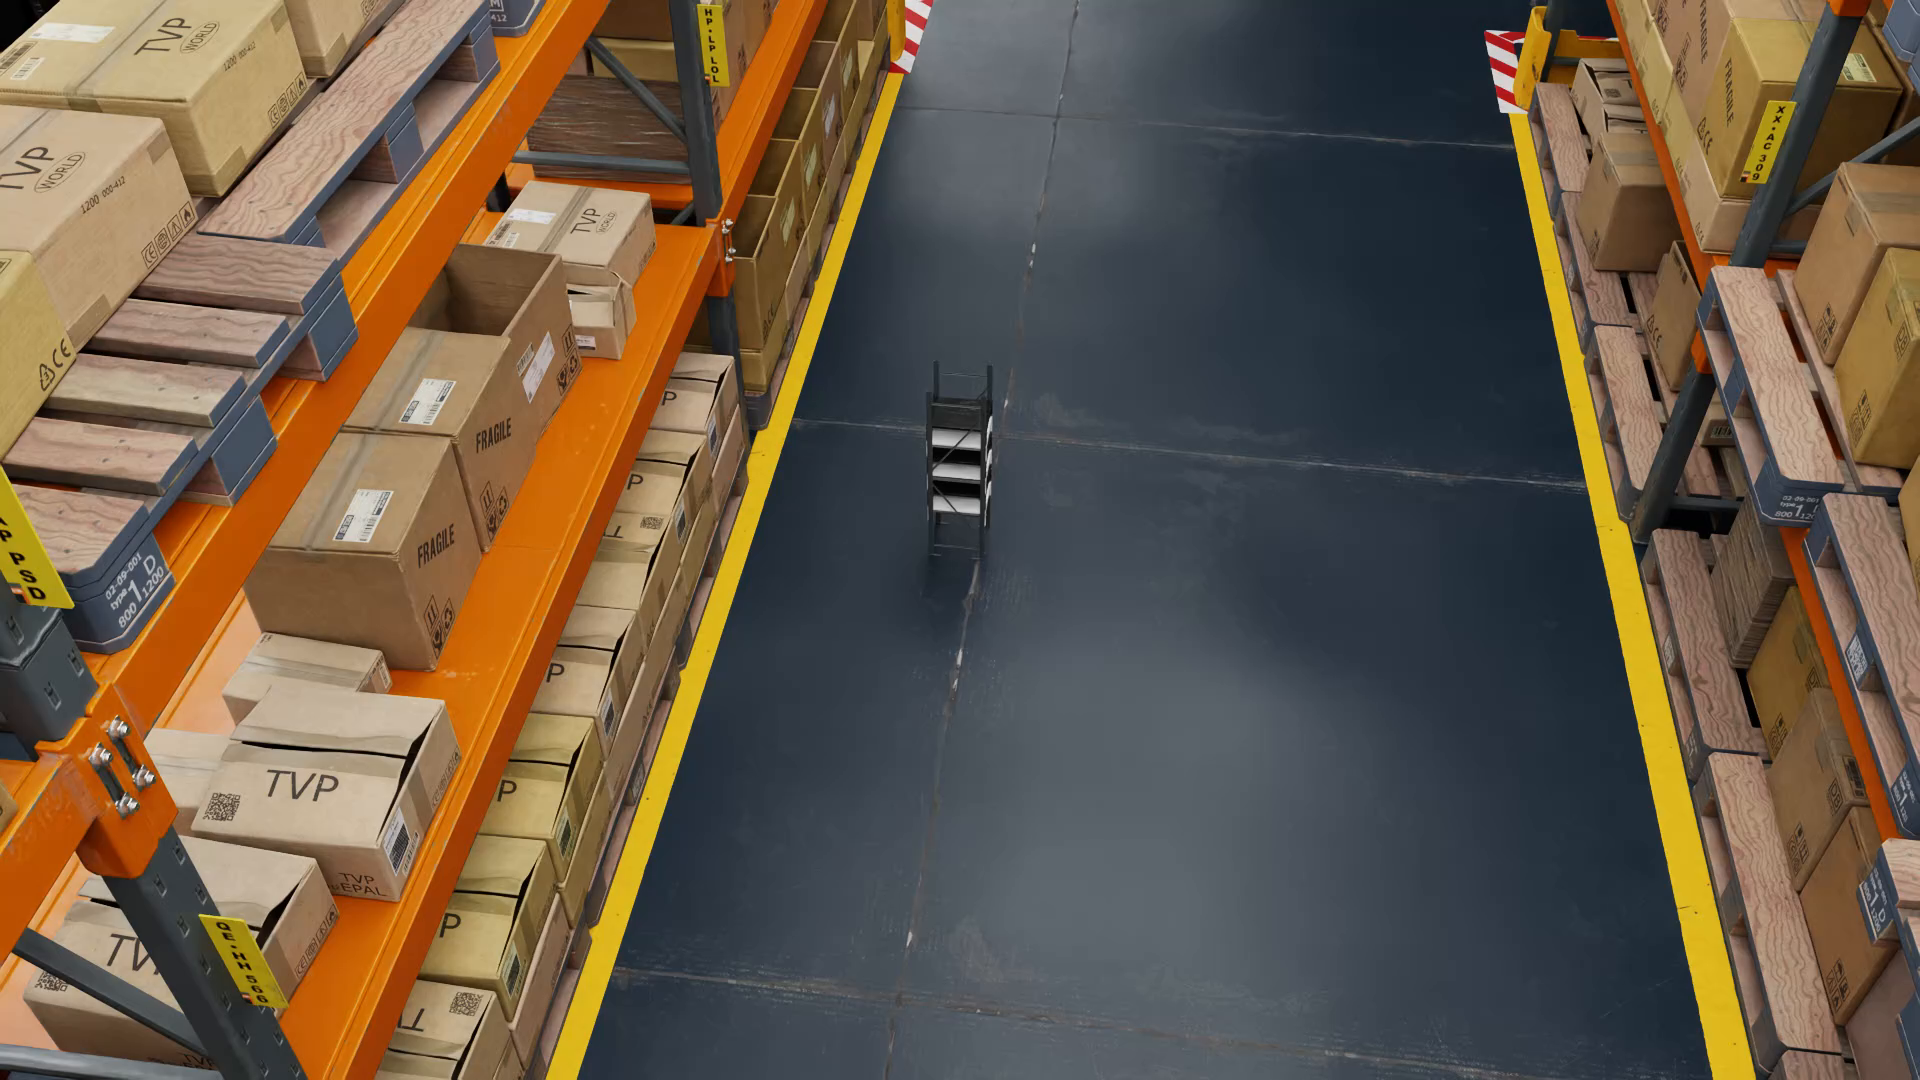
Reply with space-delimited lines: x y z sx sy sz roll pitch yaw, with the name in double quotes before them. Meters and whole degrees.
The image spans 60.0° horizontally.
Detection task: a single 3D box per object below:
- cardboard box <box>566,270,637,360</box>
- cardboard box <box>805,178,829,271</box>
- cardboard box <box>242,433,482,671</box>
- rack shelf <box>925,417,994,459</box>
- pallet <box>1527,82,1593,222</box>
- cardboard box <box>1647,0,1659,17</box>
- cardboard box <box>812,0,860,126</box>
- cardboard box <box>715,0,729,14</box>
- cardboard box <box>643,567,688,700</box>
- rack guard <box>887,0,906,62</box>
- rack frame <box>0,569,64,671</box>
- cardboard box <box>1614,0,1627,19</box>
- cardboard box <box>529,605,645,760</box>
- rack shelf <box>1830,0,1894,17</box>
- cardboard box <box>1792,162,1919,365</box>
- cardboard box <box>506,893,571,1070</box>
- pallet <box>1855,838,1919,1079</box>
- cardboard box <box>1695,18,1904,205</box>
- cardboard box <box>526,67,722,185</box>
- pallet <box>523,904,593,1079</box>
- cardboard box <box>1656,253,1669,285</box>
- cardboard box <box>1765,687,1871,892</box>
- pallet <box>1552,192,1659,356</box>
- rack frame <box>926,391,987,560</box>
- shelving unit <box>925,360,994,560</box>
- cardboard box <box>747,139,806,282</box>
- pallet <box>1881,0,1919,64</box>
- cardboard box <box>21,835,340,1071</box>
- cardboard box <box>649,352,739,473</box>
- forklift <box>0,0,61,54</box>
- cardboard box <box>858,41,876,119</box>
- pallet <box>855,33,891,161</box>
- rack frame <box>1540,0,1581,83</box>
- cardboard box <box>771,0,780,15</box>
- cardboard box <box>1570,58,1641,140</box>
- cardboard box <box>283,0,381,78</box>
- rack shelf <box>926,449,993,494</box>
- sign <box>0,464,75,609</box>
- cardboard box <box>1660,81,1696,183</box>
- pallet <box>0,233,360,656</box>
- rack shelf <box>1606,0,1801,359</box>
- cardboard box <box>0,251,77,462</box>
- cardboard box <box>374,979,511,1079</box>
"cardboard box" -1.406 -0.849 6.085 0.396 0.266 0.258 4 44 4
"cardboard box" -0.968 -1.637 8.514 0.500 0.250 0.500 5 44 6
"cardboard box" -1.795 0.031 4.985 0.500 0.500 0.500 3 44 3
"rack shelf" -0.001 -0.428 6.856 0.258 0.077 0.200 5 44 6
"pallet" 3.815 -2.177 9.418 1.003 0.211 1.213 5 44 6
"cardboard box" 3.401 -2.679 7.469 0.500 0.500 0.500 6 44 7
"cardboard box" -0.837 -2.591 8.976 0.500 0.500 0.500 5 44 6
"cardboard box" -1.179 -2.298 6.973 0.380 0.149 0.250 4 44 4
"cardboard box" -1.375 0.334 6.432 0.500 0.250 0.500 6 44 6
"rack guard" -0.940 -3.349 10.445 1.175 0.500 0.348 5 44 6
"rack frame" -2.001 -0.966 1.748 1.000 3.000 0.127 5 44 6
"cardboard box" 3.461 -2.739 8.078 0.500 0.250 0.500 5 44 5
"cardboard box" -1.442 0.468 5.883 0.500 0.311 0.500 5 44 5
"rack shelf" 3.175 -0.531 3.993 1.077 0.370 4.000 5 44 6
"cardboard box" 3.338 -0.918 5.668 0.700 0.500 0.500 5 44 6
"cardboard box" -1.575 1.385 5.322 0.500 0.250 0.500 4 44 4
"pallet" 2.899 1.234 3.926 1.213 0.211 1.003 5 44 6
"cardboard box" 3.195 -1.641 6.373 0.500 0.500 0.500 5 44 5
"cardboard box" -1.419 -1.853 6.975 0.700 0.500 0.500 4 44 4
"pallet" -1.853 1.667 5.358 1.003 0.211 1.213 5 44 6
"cardboard box" 3.670 -1.279 8.195 0.380 0.149 0.250 2 43 2
"cardboard box" 3.232 0.886 5.653 0.700 0.500 0.500 6 44 6
"pallet" 3.652 -1.348 8.543 1.003 0.211 1.213 5 44 6
"rack frame" -0.015 -0.252 6.884 0.240 0.900 0.006 5 44 6
"shelving unit" -0.001 -0.321 6.957 0.258 0.900 0.210 5 44 6
"cardboard box" -1.042 -1.569 7.897 0.500 0.500 0.500 5 44 6
"pallet" 3.252 -1.676 4.816 1.213 0.211 1.003 5 44 6
"cardboard box" -1.909 1.001 4.098 0.500 0.311 0.500 8 44 8
"cardboard box" -1.241 -0.569 6.978 0.500 0.311 0.500 5 44 6
"forklift" -4.217 -1.503 6.728 3.031 2.935 1.130 -3 43 -3
"cardboard box" -0.775 -2.660 9.594 0.500 0.250 0.500 5 44 6
"pallet" -1.002 -2.702 9.973 1.003 0.211 1.213 5 44 6
"rack frame" 3.968 -3.792 9.095 1.000 3.000 0.127 5 44 6
"cardboard box" -1.219 -2.904 8.085 0.700 0.500 0.500 6 44 7
"cardboard box" 3.787 -2.512 9.379 0.500 0.311 0.500 1 43 1
"cardboard box" -1.785 -1.404 4.195 0.500 0.250 0.500 2 43 2
"rack shelf" -0.001 -0.297 6.980 0.258 0.077 0.200 5 44 6
"sign" -1.463 -0.014 2.548 0.100 0.325 0.005 5 44 6
"cardboard box" 3.275 -1.708 6.989 0.500 0.250 0.500 5 44 6
"pallet" -1.999 -0.279 3.341 1.213 0.211 1.003 7 44 7
"rack shelf" 3.703 -2.168 7.903 1.077 0.370 4.000 5 44 6
"cardboard box" -1.996 -0.289 3.018 0.500 0.250 0.500 2 43 2
"cardboard box" -1.640 1.524 4.767 0.500 0.311 0.500 7 44 7
